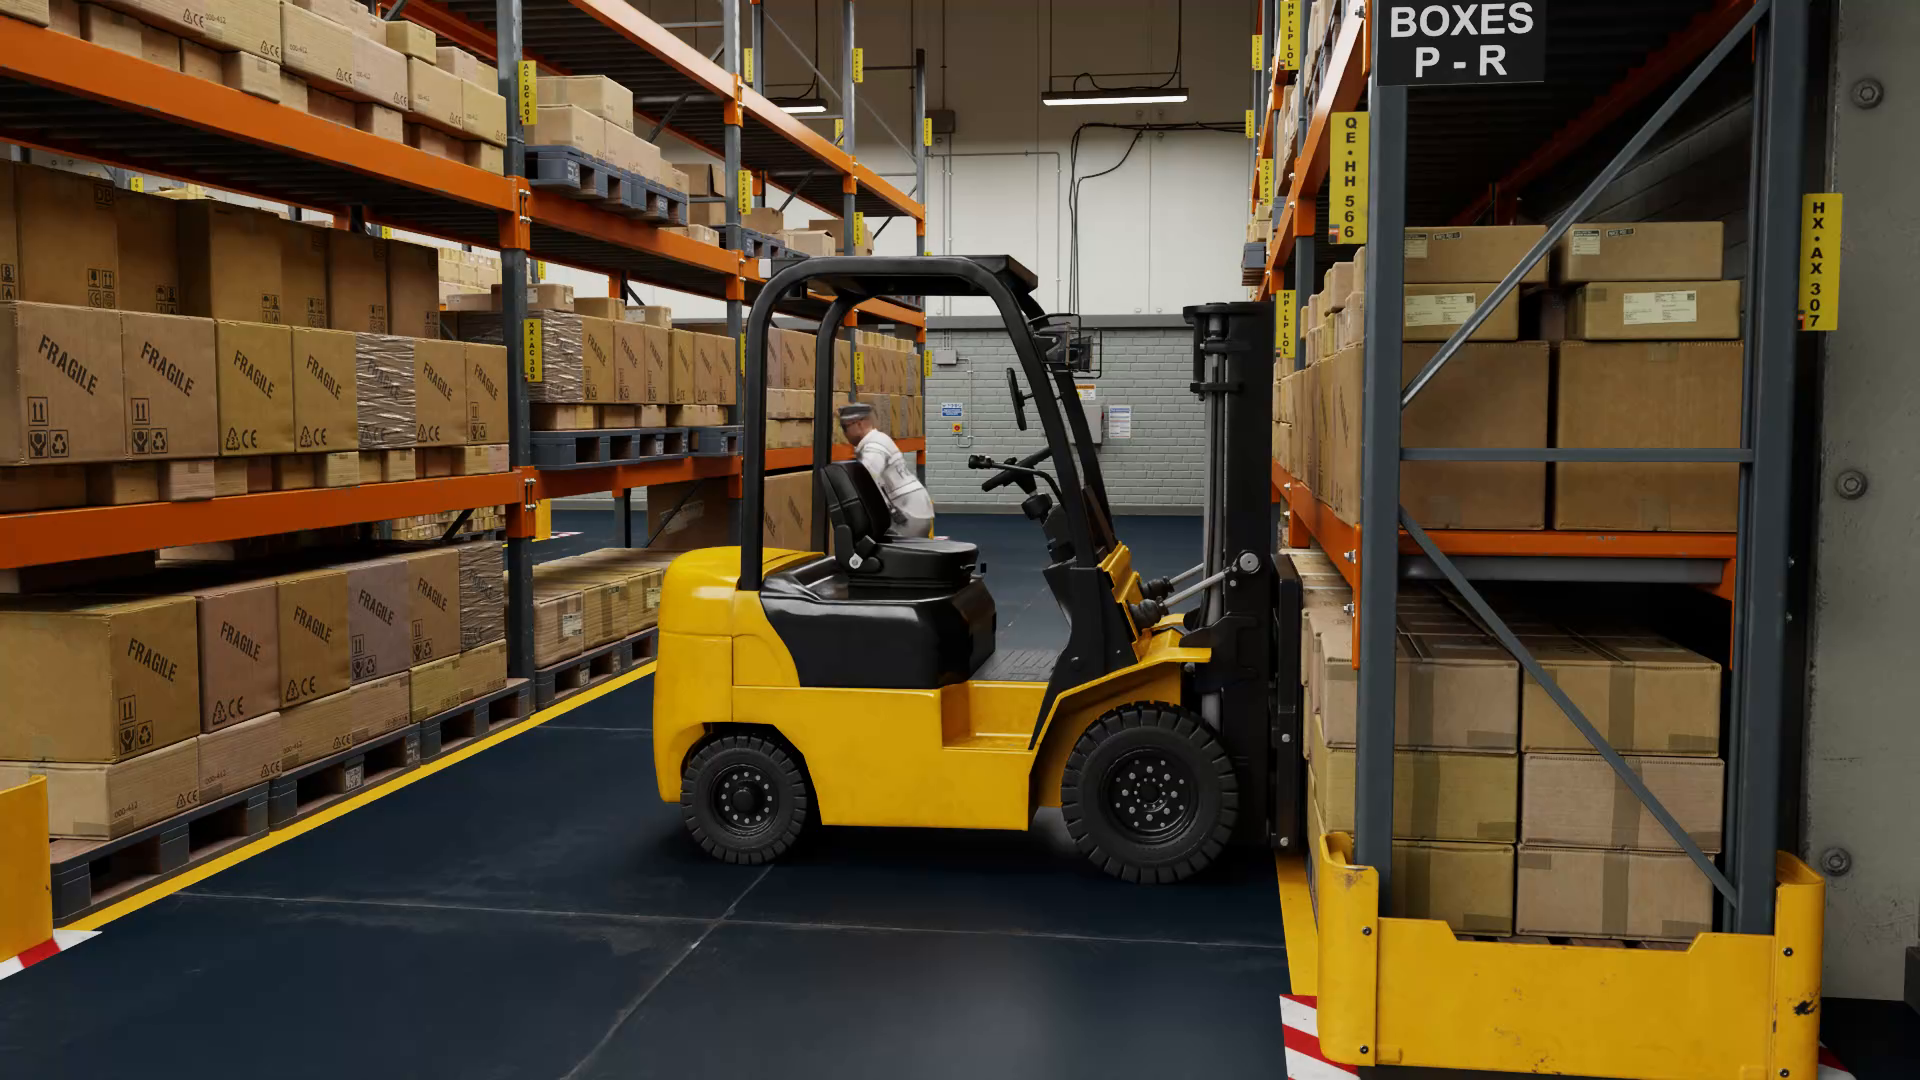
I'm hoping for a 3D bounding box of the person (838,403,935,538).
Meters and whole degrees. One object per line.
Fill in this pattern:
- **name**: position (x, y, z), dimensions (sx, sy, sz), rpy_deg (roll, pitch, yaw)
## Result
- **person**: position (-0.496, -0.079, 11.169), dimensions (0.641, 1.675, 0.478), rpy_deg (1, 4, 8)
